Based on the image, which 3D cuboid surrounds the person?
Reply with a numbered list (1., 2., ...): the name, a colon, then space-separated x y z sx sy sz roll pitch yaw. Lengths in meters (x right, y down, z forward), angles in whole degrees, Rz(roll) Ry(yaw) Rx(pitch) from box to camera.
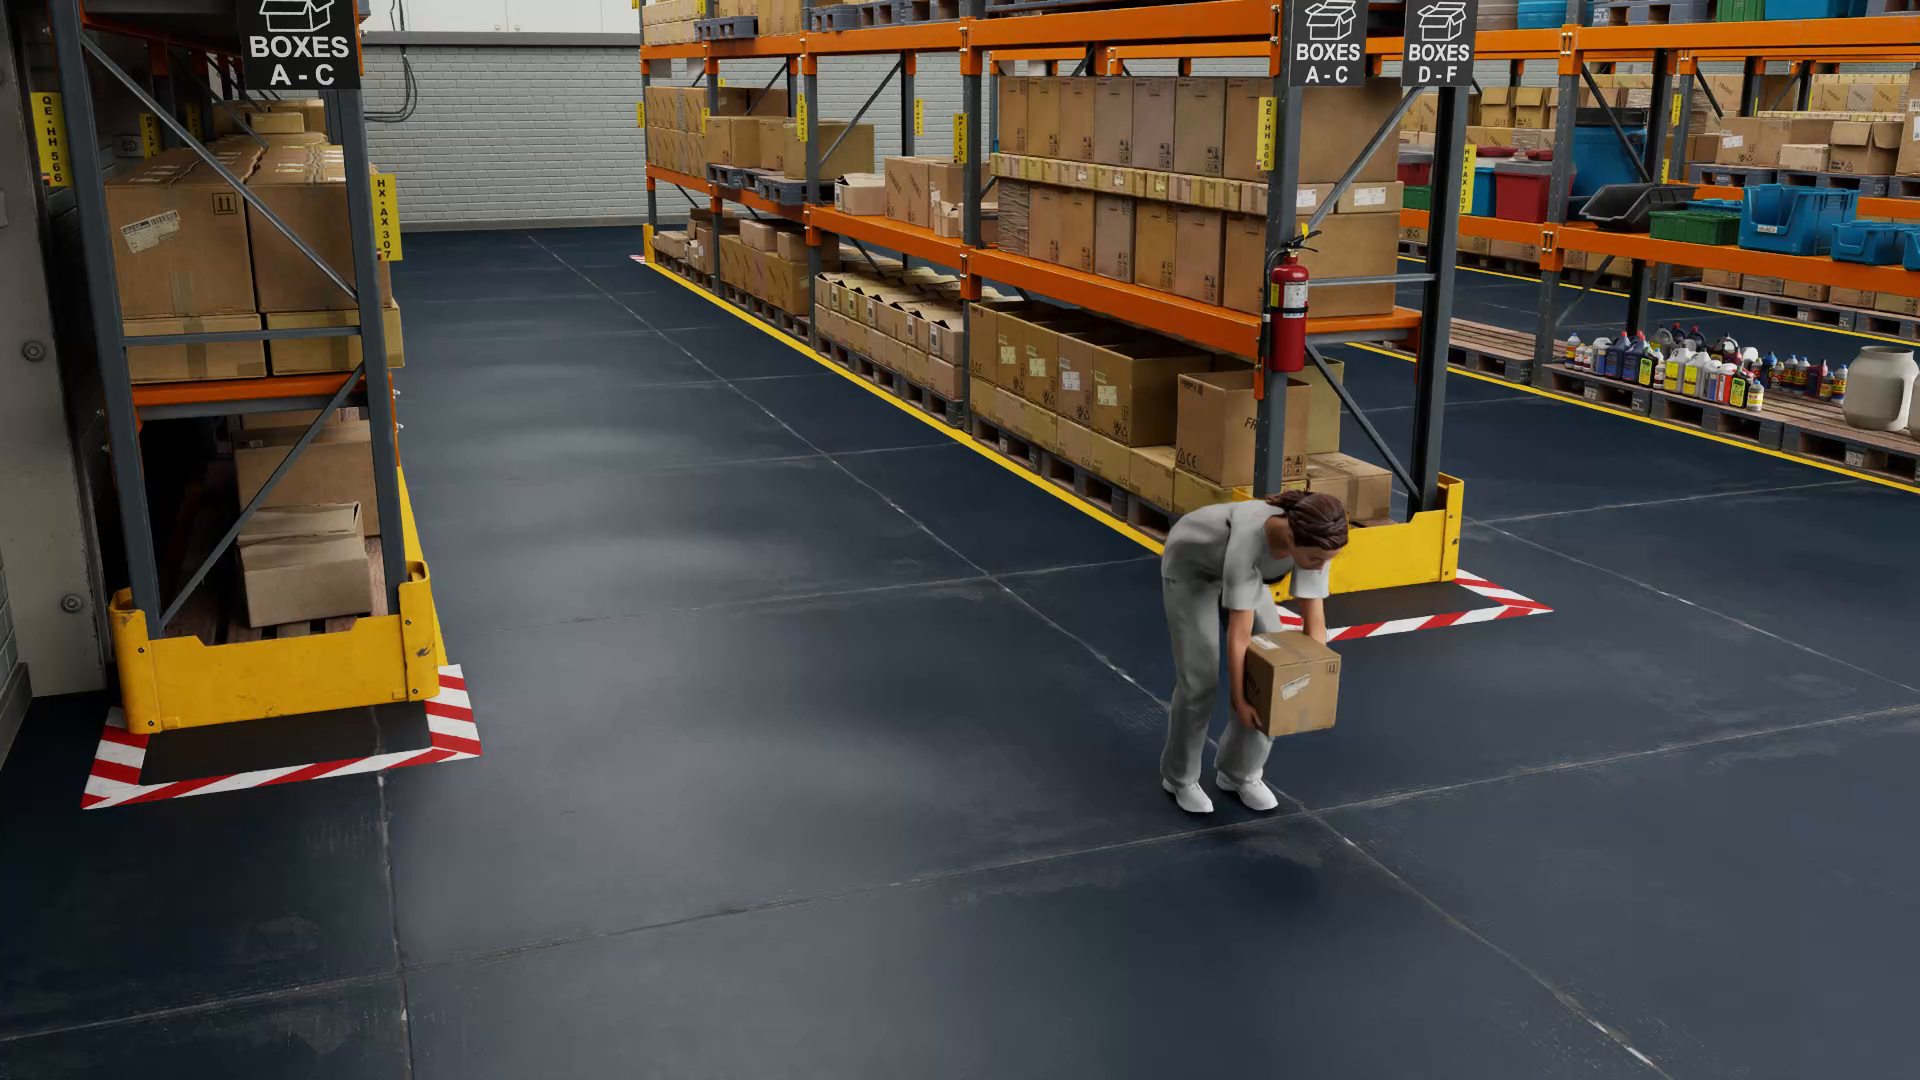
1. person: 0.976 0.371 5.567 0.429 1.214 0.836 -7 17 -22
